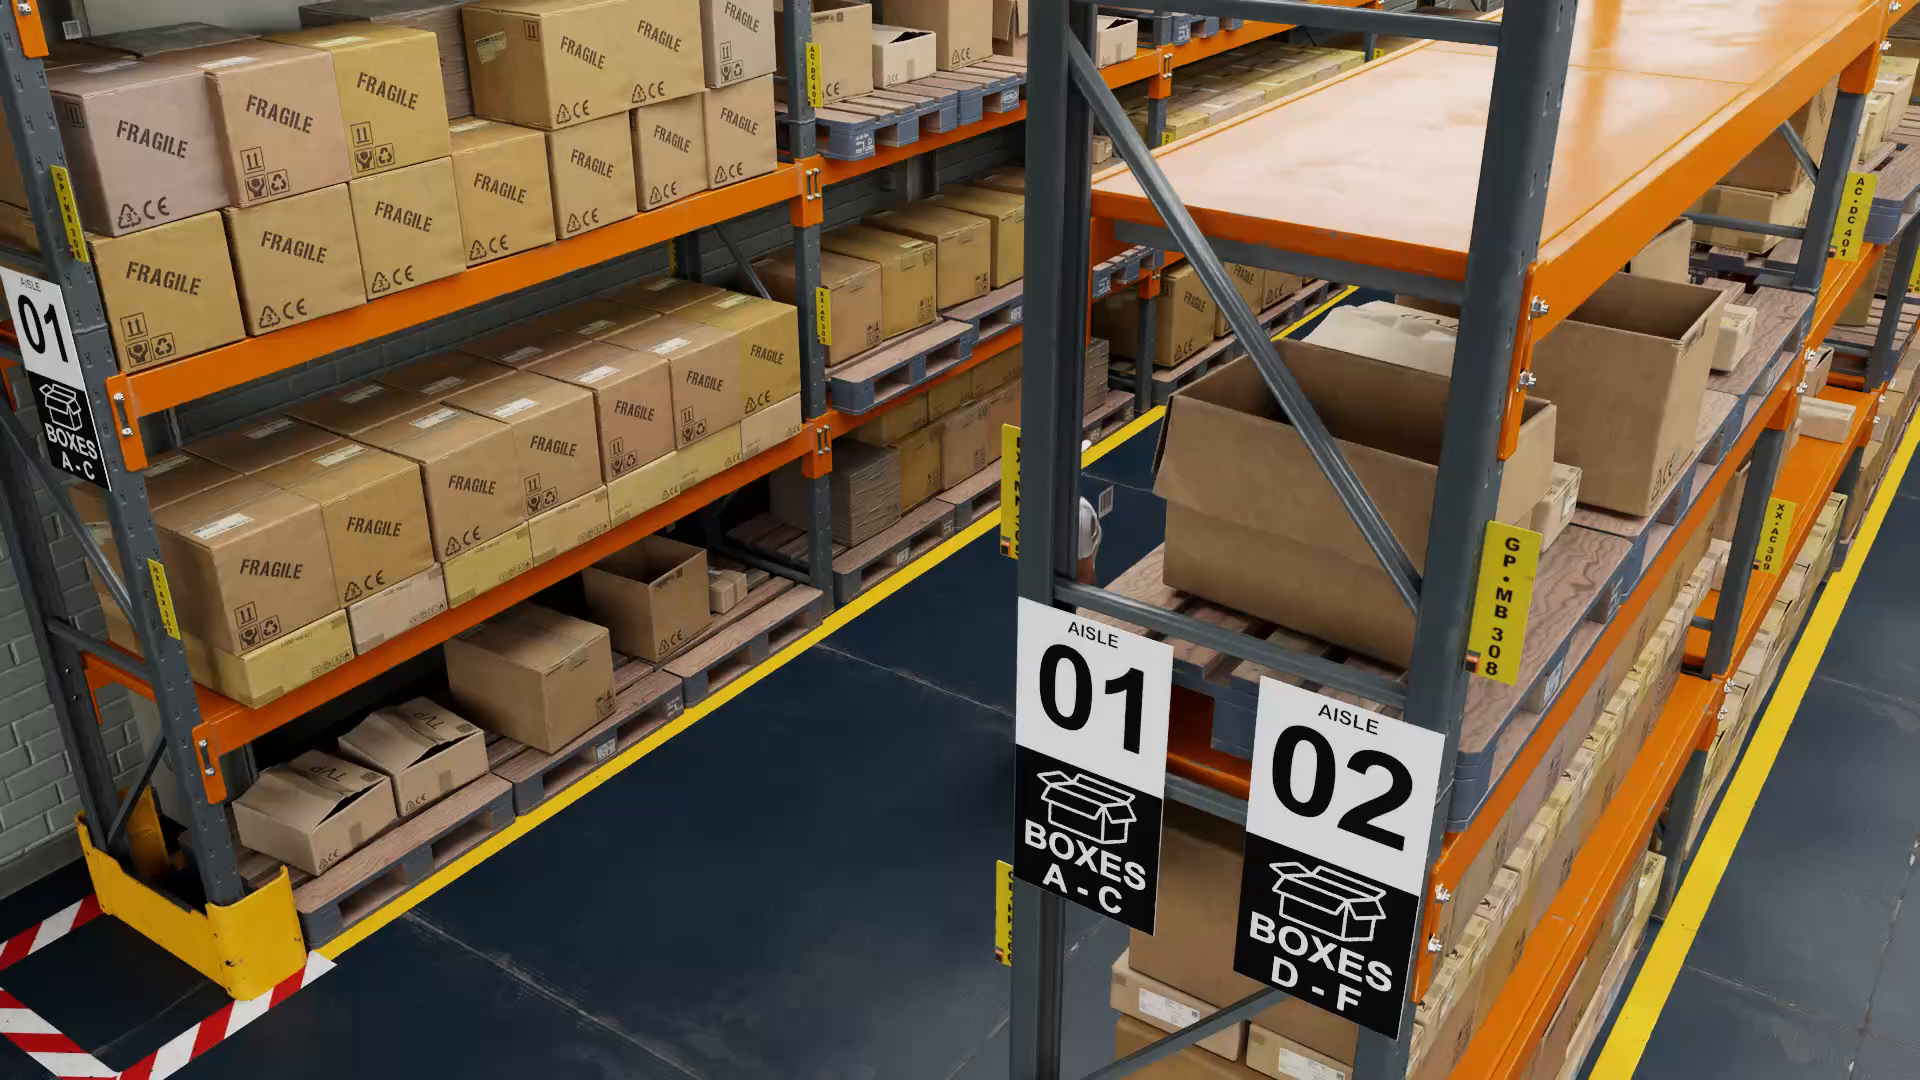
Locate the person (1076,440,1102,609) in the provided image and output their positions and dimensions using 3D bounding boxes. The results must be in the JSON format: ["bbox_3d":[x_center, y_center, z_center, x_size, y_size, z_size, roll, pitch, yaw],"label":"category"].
[{"bbox_3d":[0.518,0.241,8.599,0.392,1.788,0.663,-11,29,-21],"label":"person"}]
